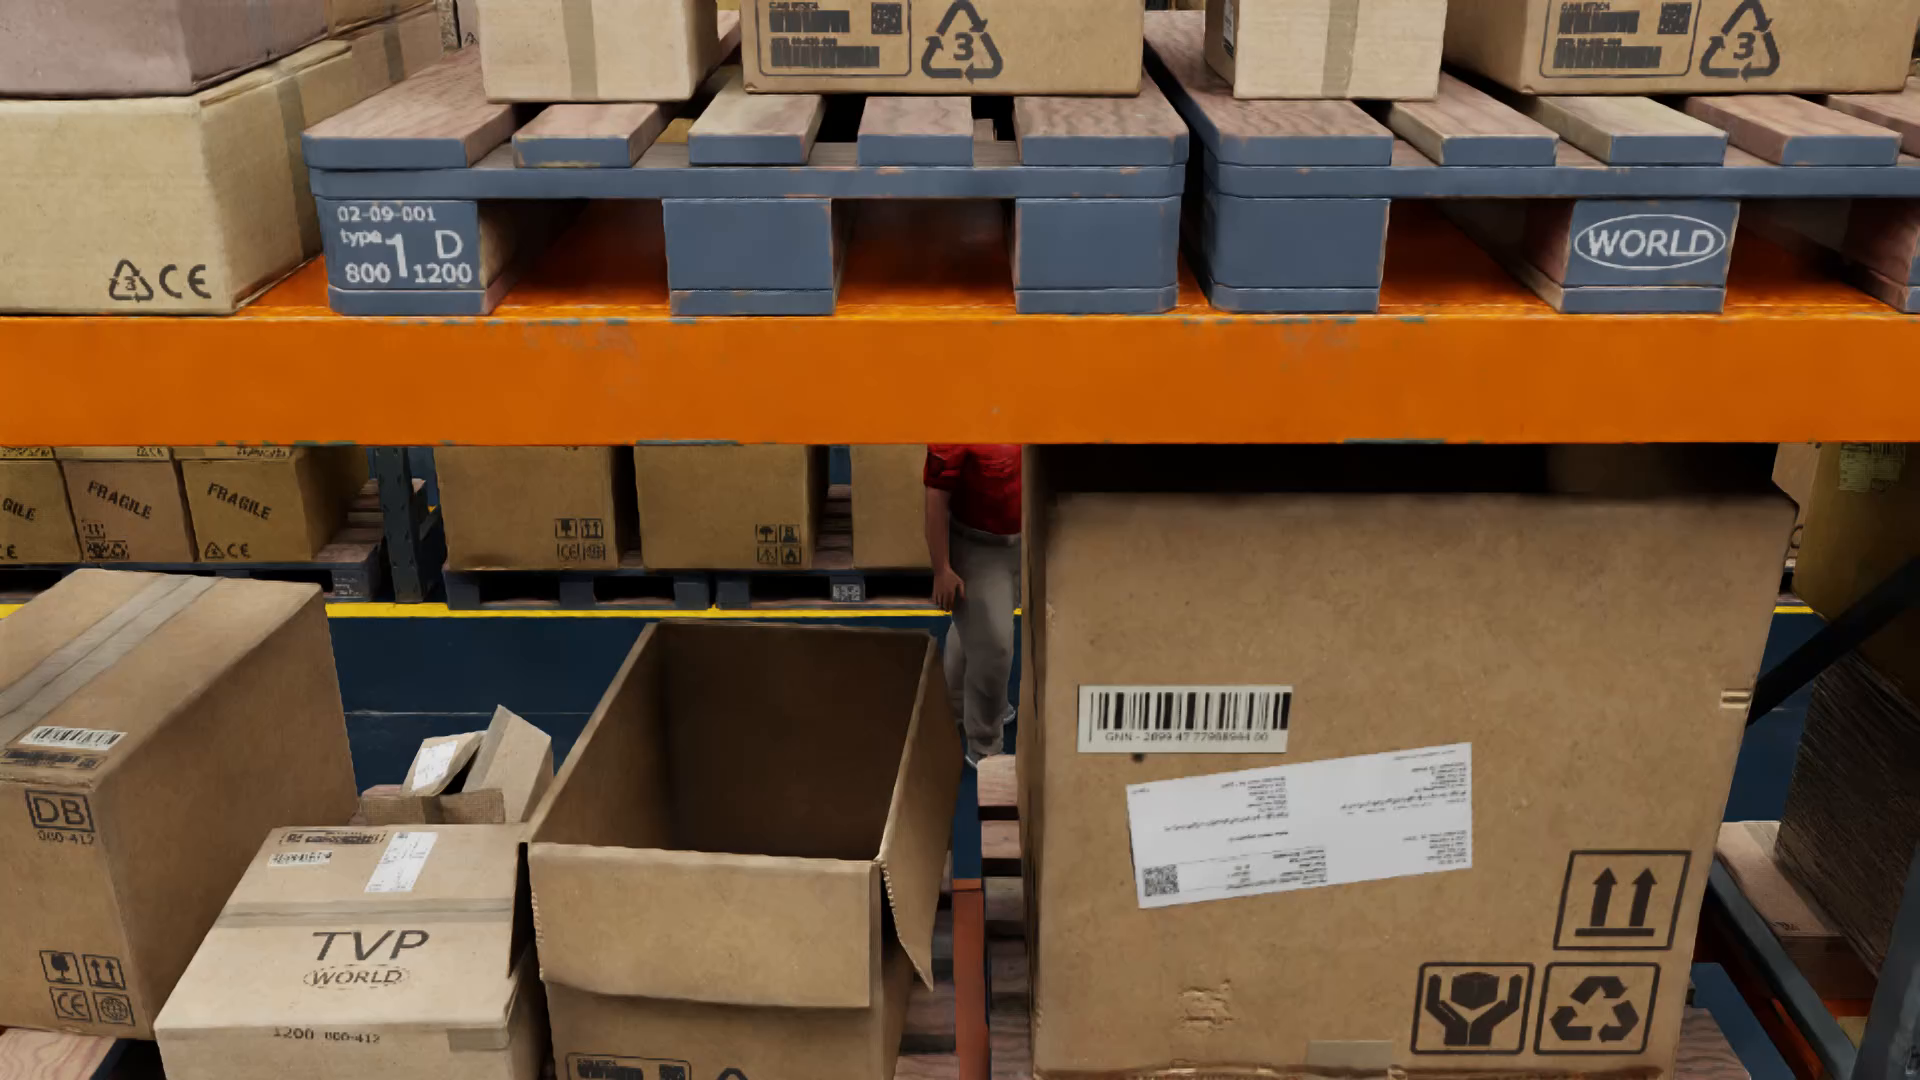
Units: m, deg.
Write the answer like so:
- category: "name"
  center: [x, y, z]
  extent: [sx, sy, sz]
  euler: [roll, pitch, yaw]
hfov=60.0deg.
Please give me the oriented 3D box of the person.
- category: "person"
  center: [0.091, 0.034, 6.049]
  extent: [0.590, 1.719, 0.552]
  euler: [16, 28, 31]
